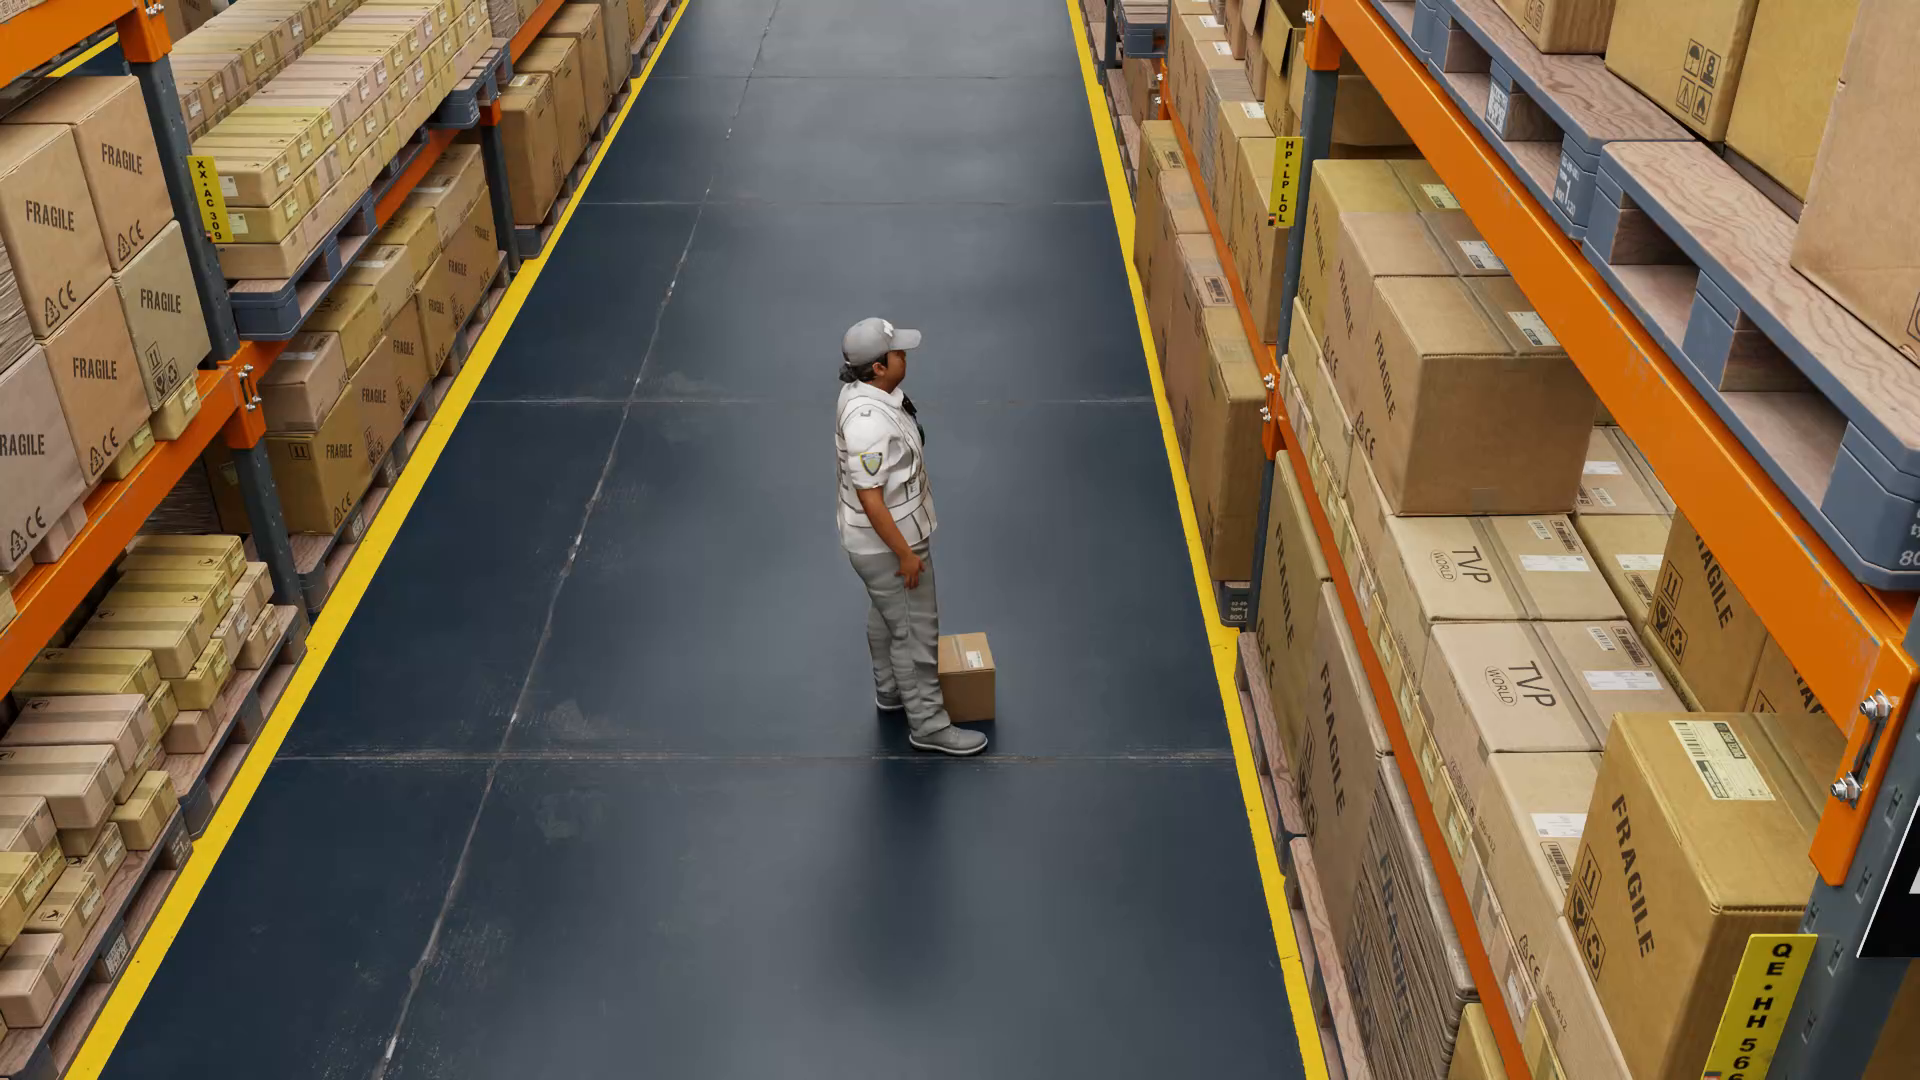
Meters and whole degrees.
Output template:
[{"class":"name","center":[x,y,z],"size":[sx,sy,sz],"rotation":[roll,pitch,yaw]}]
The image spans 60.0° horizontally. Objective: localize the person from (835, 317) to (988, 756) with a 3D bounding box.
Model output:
[{"class":"person","center":[-0.184,-0.026,6.155],"size":[0.526,1.670,0.598],"rotation":[-4,32,-6]}]
